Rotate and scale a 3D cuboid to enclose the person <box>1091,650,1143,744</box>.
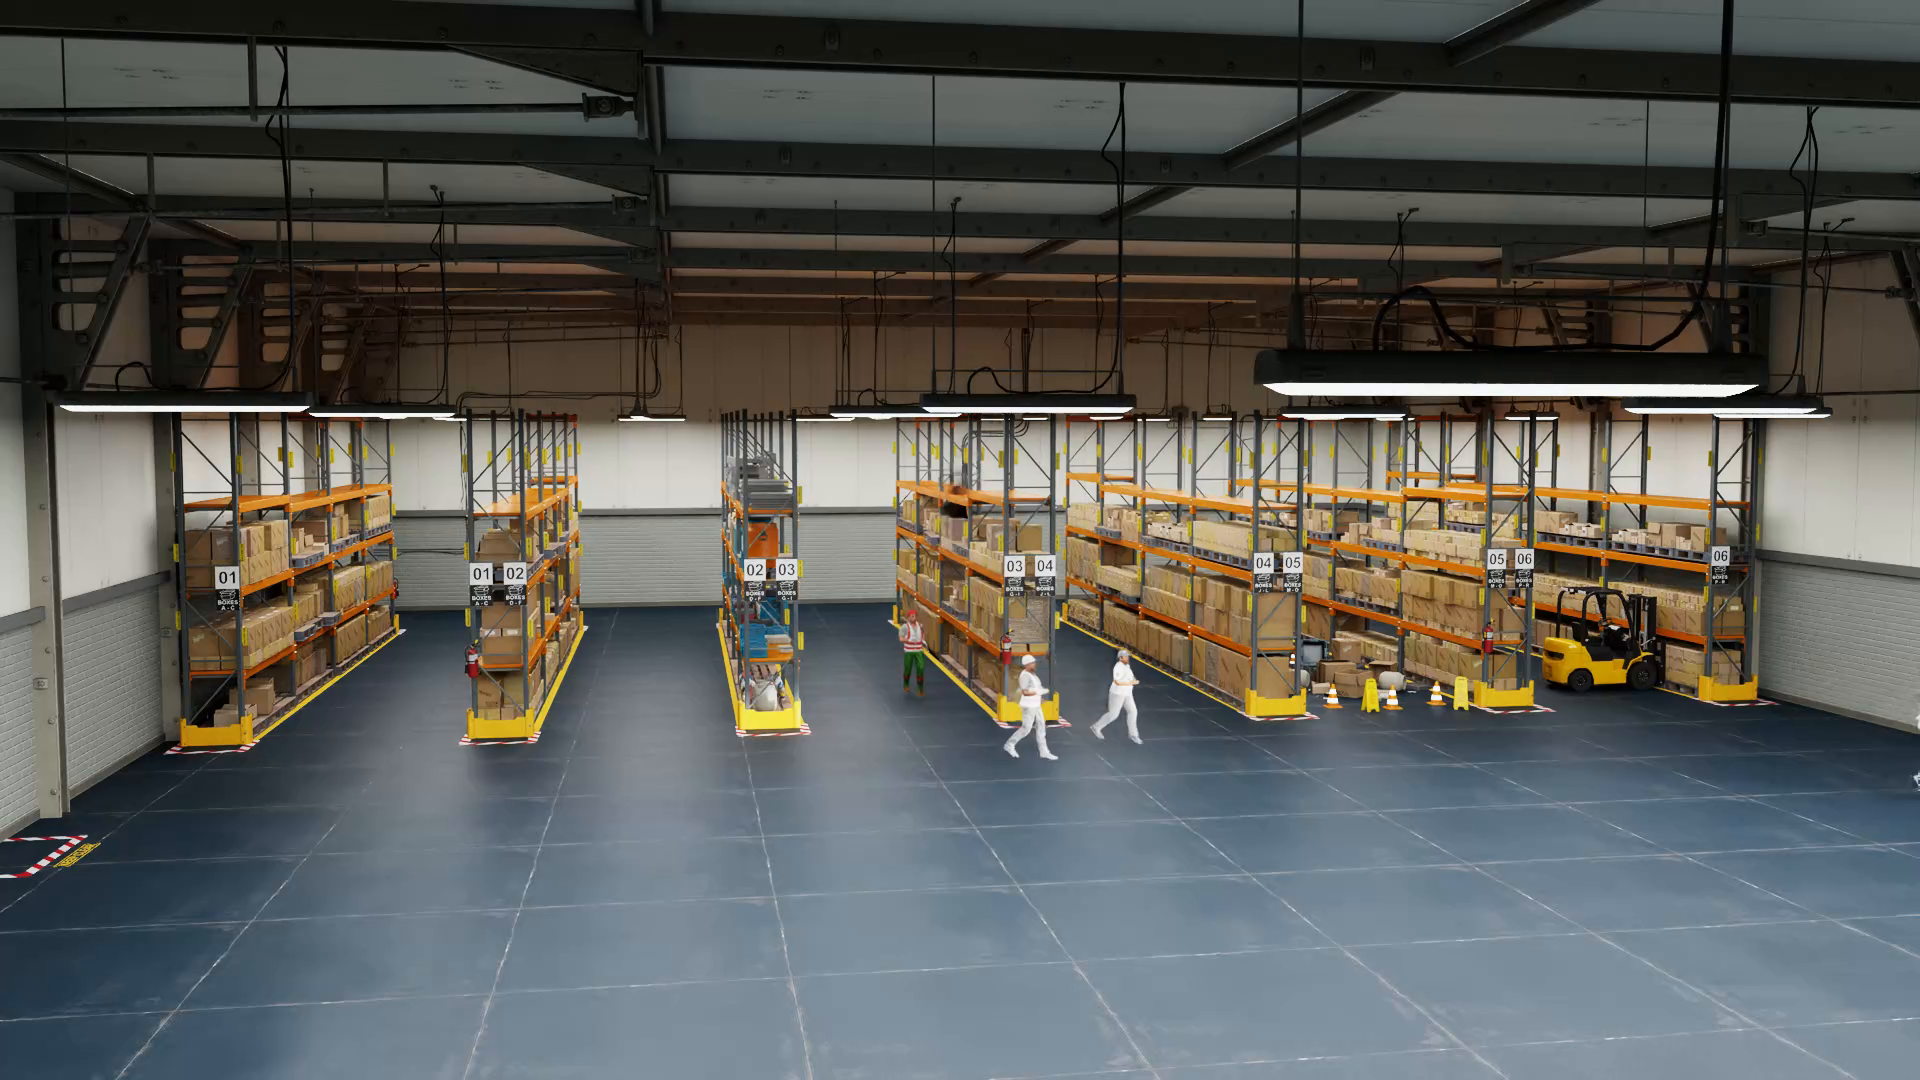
[{"bbox_3d":[2.845,2.813,29.908,0.922,1.706,0.614,2,5,29],"label":"person"}]

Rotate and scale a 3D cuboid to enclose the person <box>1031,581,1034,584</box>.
[{"bbox_3d":[1.764,1.631,48.238,0.758,1.441,0.492,1,4,13],"label":"person"}]

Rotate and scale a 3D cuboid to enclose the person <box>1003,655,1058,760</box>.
[{"bbox_3d":[1.195,2.830,28.173,0.929,1.779,0.683,1,4,18],"label":"person"}]

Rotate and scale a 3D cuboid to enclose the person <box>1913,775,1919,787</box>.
[{"bbox_3d":[14.888,3.134,25.174,0.767,1.660,0.625,2,5,31],"label":"person"}]

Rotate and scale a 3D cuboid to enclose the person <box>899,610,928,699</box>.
[{"bbox_3d":[-0.980,2.373,34.966,0.654,1.834,0.855,-1,4,-17],"label":"person"}]
